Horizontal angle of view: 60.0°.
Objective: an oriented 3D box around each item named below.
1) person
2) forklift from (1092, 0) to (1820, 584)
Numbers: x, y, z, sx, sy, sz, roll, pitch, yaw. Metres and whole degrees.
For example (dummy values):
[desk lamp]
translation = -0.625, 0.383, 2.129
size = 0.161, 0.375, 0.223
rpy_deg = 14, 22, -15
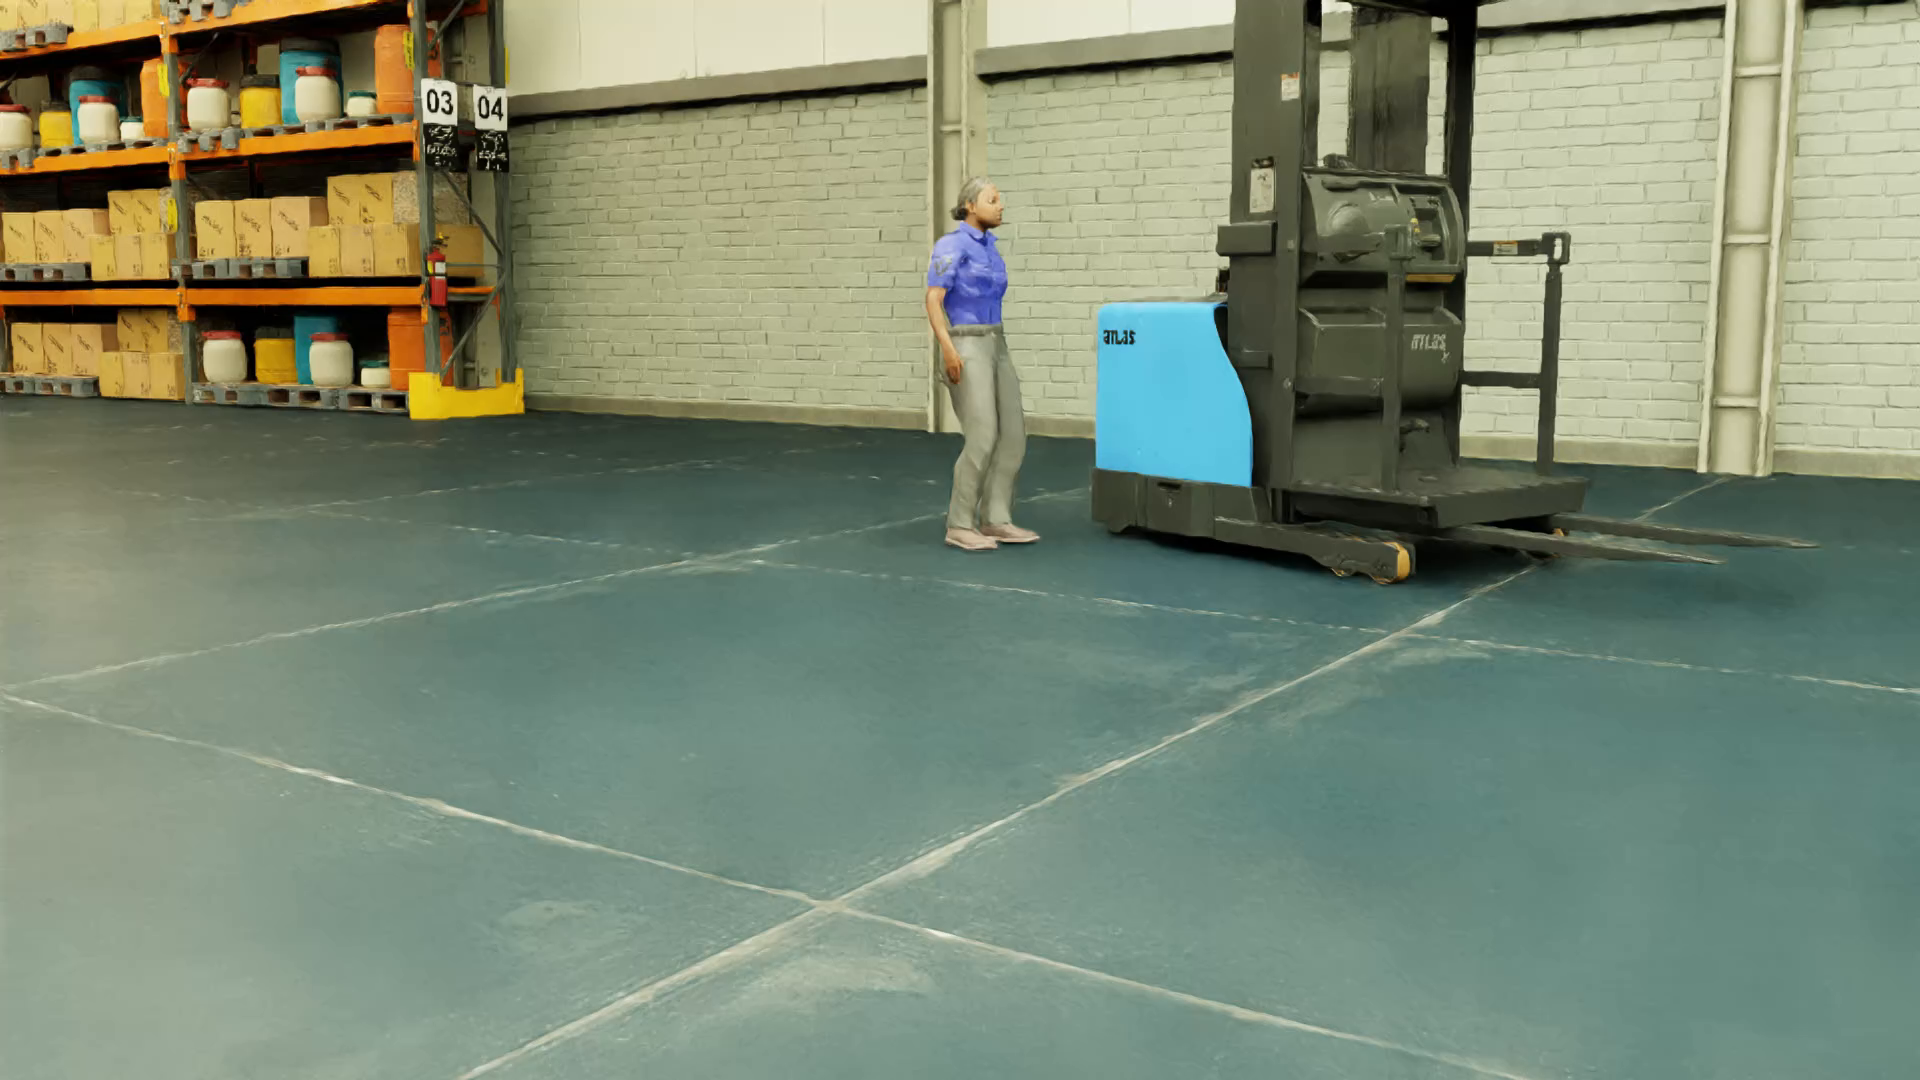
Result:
[person]
translation = 0.133, -0.798, 7.447
size = 0.470, 1.634, 0.614
rpy_deg = 5, 9, 31
[forklift]
translation = 1.892, -1.357, 6.736
size = 1.130, 2.935, 3.031
rpy_deg = -6, 10, -36
